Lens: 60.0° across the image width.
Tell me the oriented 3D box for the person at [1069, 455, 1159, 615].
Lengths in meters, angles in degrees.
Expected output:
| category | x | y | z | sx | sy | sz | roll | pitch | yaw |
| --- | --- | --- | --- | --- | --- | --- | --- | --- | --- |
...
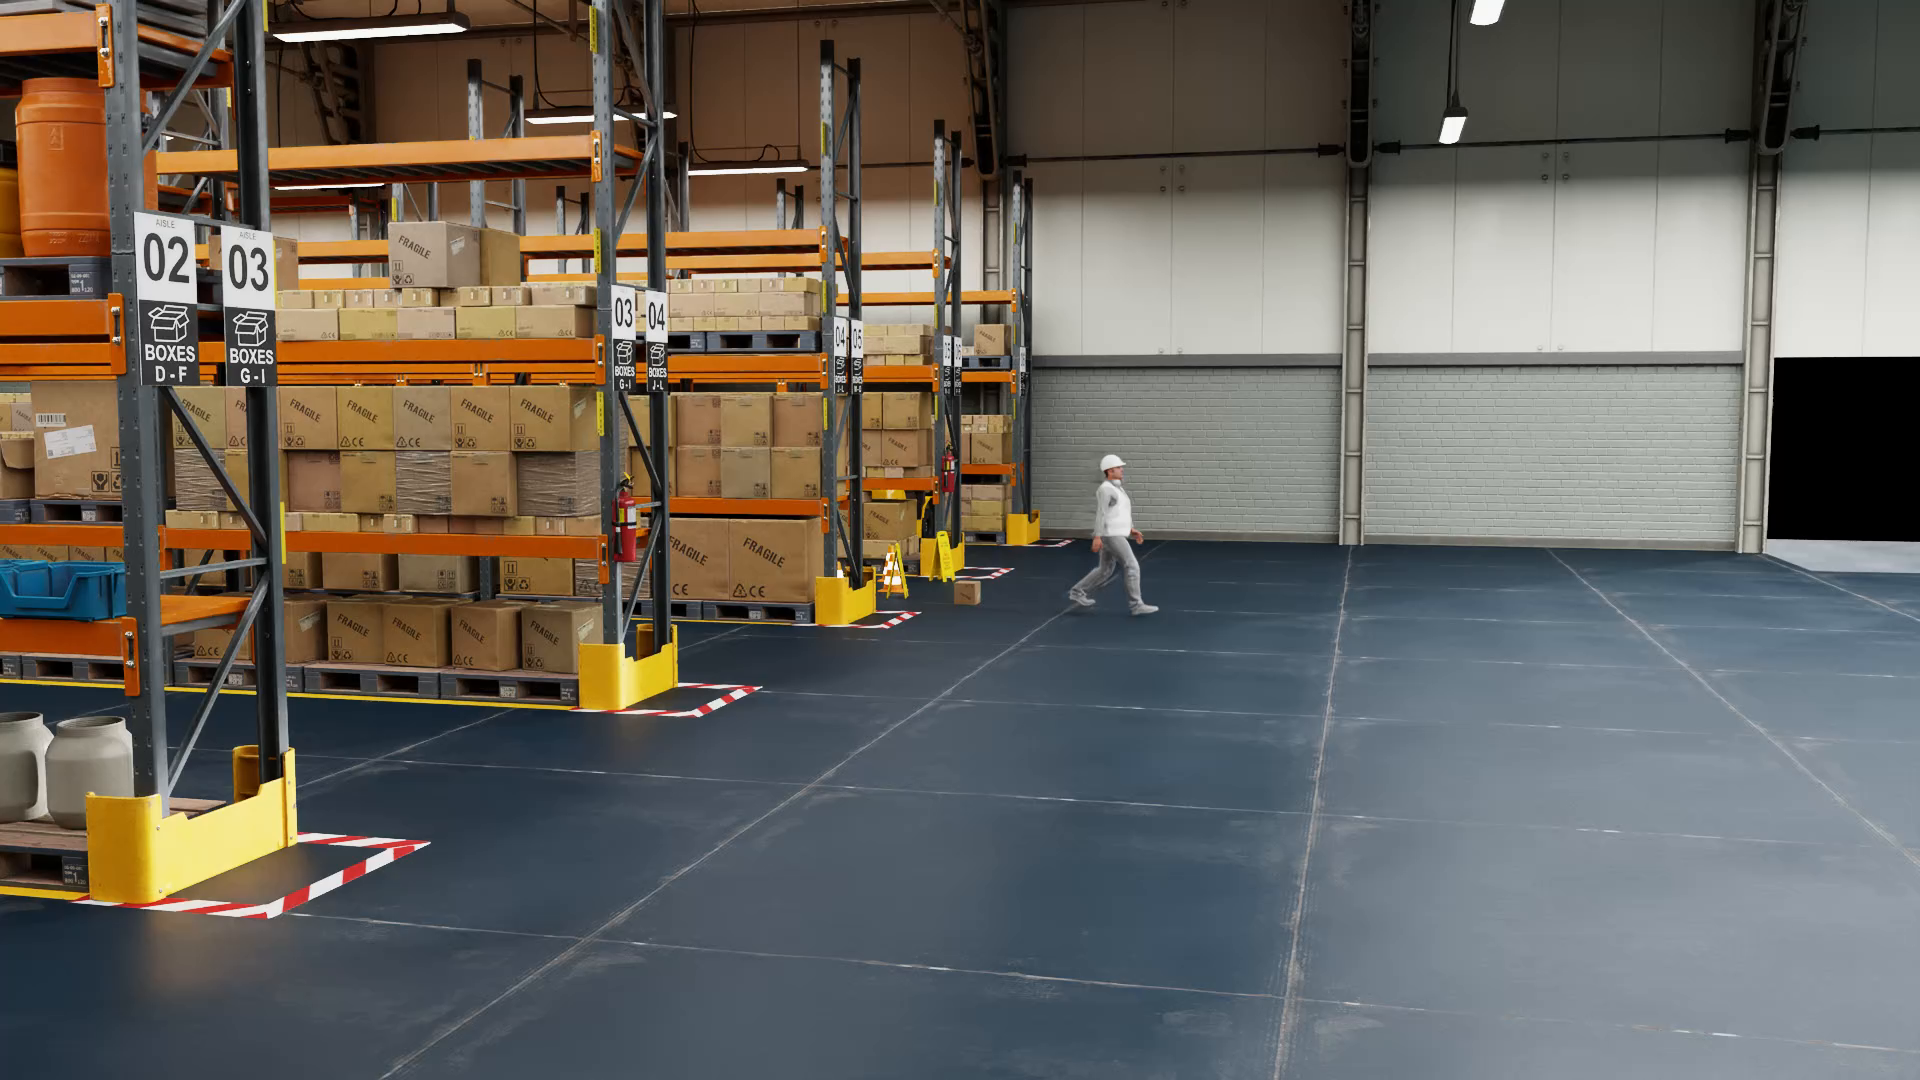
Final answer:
| category | x | y | z | sx | sy | sz | roll | pitch | yaw |
| --- | --- | --- | --- | --- | --- | --- | --- | --- | --- |
| person | 1.673 | -0.061 | 18.093 | 1.018 | 1.733 | 0.549 | 1 | 5 | 14 |
